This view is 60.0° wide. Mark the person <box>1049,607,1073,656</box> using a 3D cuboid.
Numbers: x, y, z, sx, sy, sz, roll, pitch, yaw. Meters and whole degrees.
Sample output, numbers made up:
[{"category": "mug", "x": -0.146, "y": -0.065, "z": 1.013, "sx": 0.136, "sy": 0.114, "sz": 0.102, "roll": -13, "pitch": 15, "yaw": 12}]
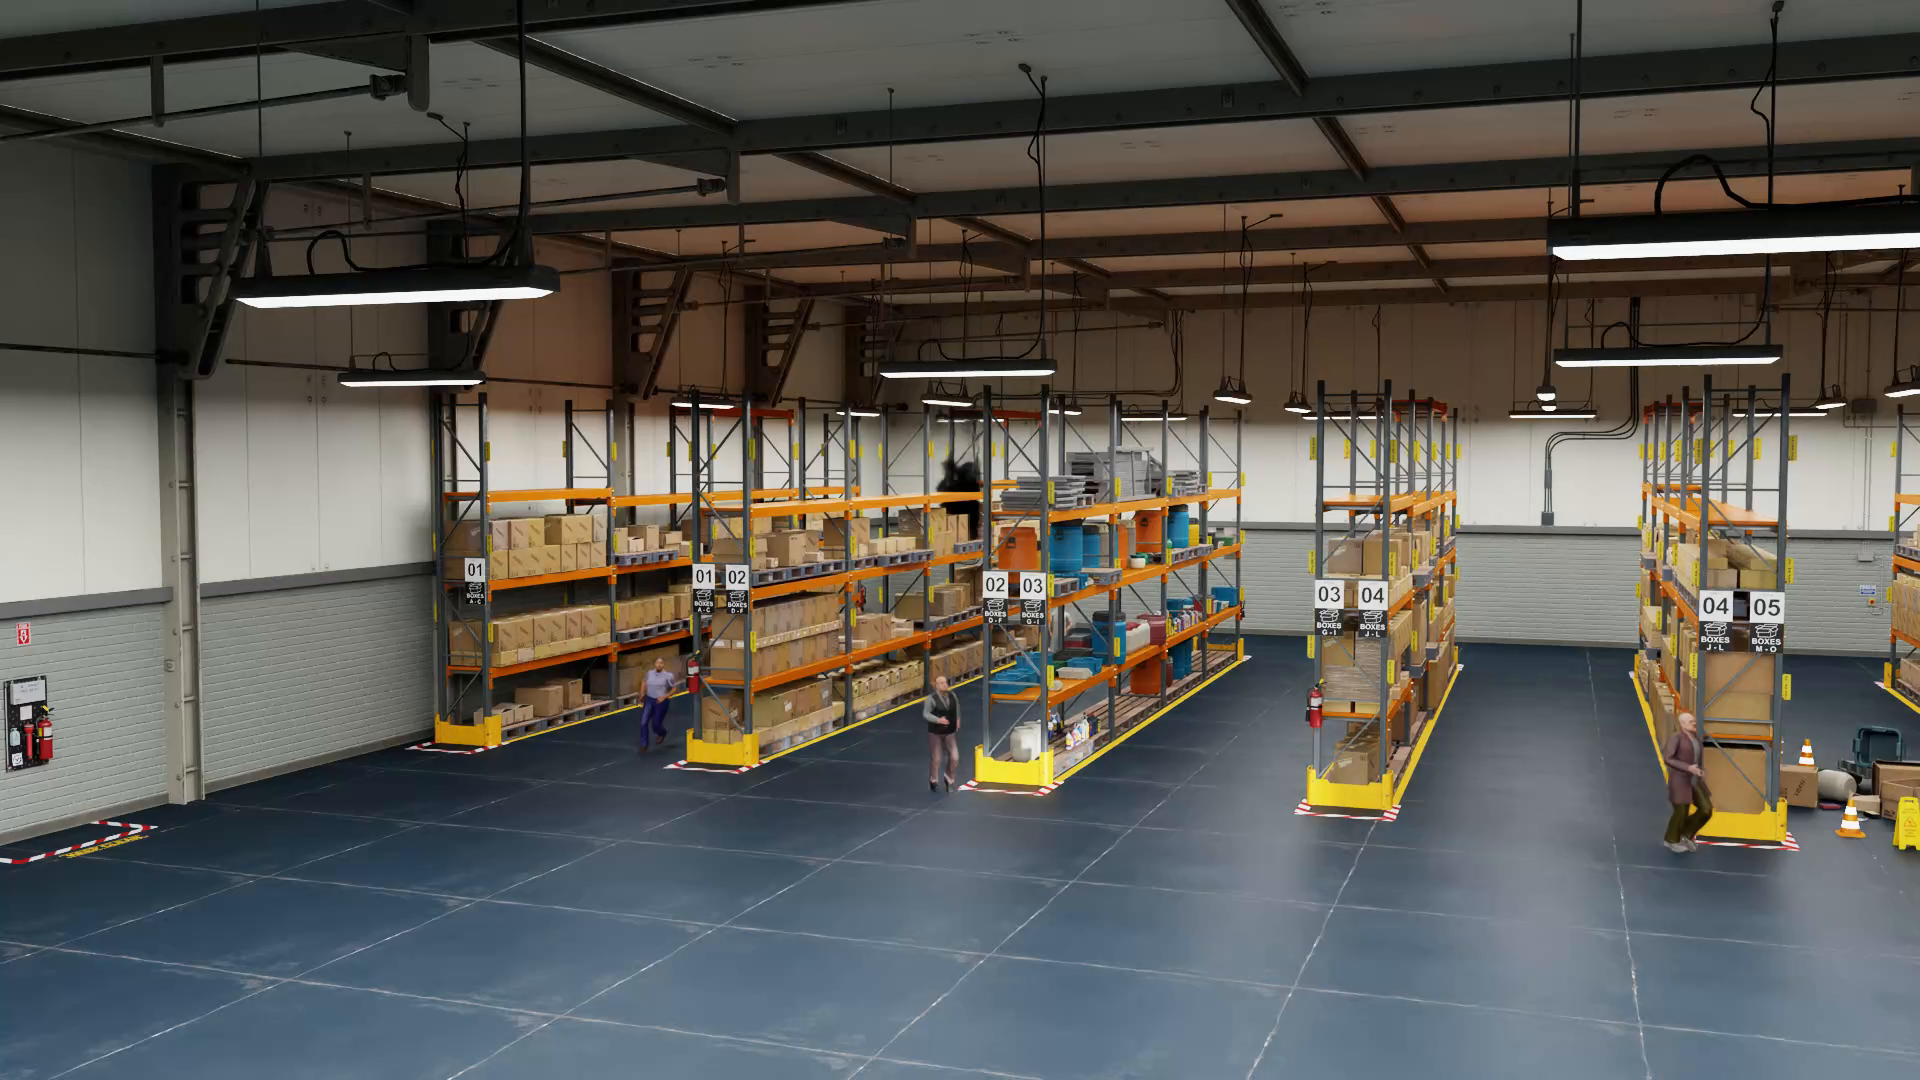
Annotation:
[{"category": "person", "x": 2.269, "y": 2.187, "z": 37.813, "sx": 0.601, "sy": 1.626, "sz": 0.569, "roll": 1, "pitch": 3, "yaw": 15}]

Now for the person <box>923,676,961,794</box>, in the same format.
[{"category": "person", "x": -0.236, "y": 2.873, "z": 24.299, "sx": 0.669, "sy": 1.779, "sz": 0.722, "roll": -1, "pitch": 3, "yaw": -23}]

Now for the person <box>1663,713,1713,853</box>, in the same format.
[{"category": "person", "x": 9.035, "y": 3.027, "z": 20.634, "sx": 0.715, "sy": 1.768, "sz": 0.710, "roll": -1, "pitch": 3, "yaw": -24}]

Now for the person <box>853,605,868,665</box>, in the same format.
[{"category": "person", "x": -2.113, "y": 2.256, "z": 35.867, "sx": 0.555, "sy": 1.701, "sz": 0.880, "roll": 1, "pitch": 3, "yaw": 17}]

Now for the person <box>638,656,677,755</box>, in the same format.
[{"category": "person", "x": -5.038, "y": 2.746, "z": 27.737, "sx": 0.645, "sy": 1.625, "sz": 0.716, "roll": 1, "pitch": 3, "yaw": 12}]
